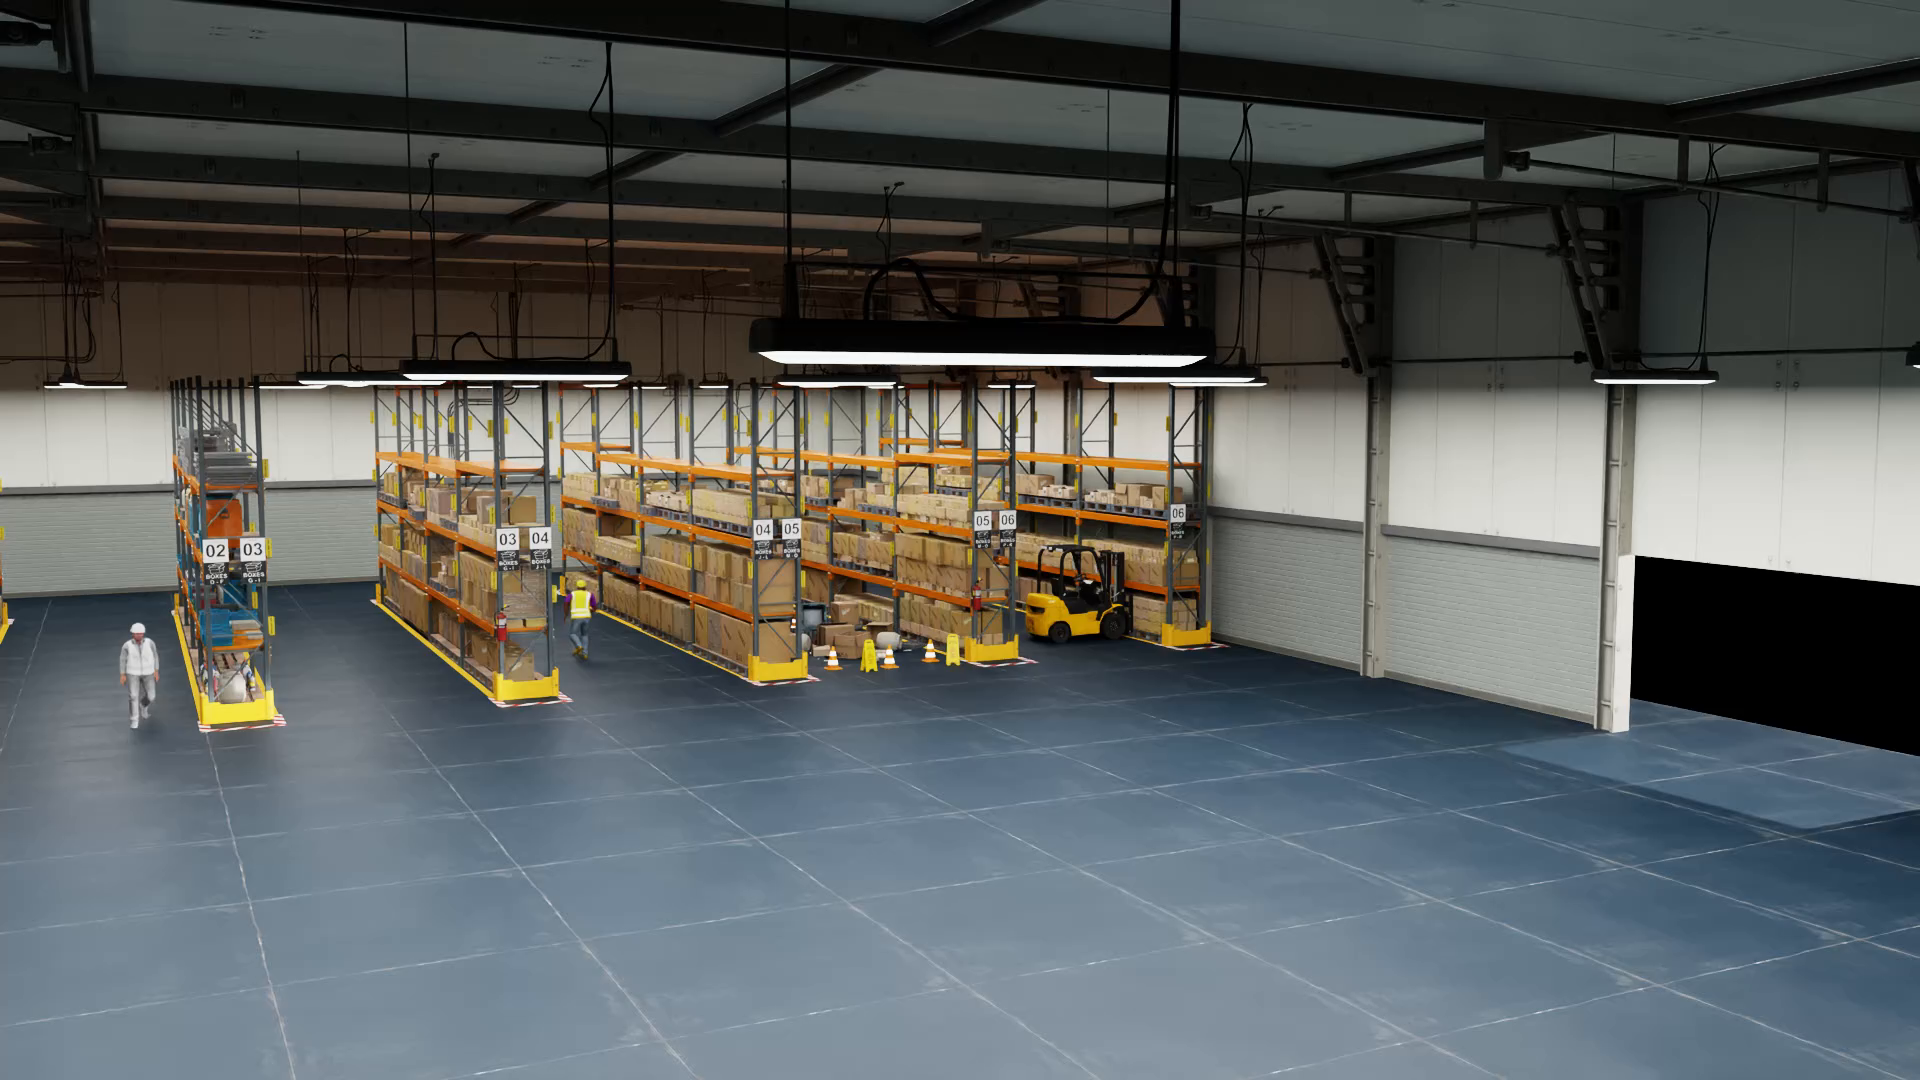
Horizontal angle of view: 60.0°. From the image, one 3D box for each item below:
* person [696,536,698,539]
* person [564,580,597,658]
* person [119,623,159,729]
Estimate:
[{"bbox_3d":[-7.622,0.679,47.911,0.419,1.632,0.456,3,6,30],"label":"person"},{"bbox_3d":[-8.221,1.706,36.025,0.705,1.648,0.735,-2,6,-26],"label":"person"},{"bbox_3d":[-14.108,2.301,28.583,0.609,1.776,0.707,-3,6,-34],"label":"person"}]
